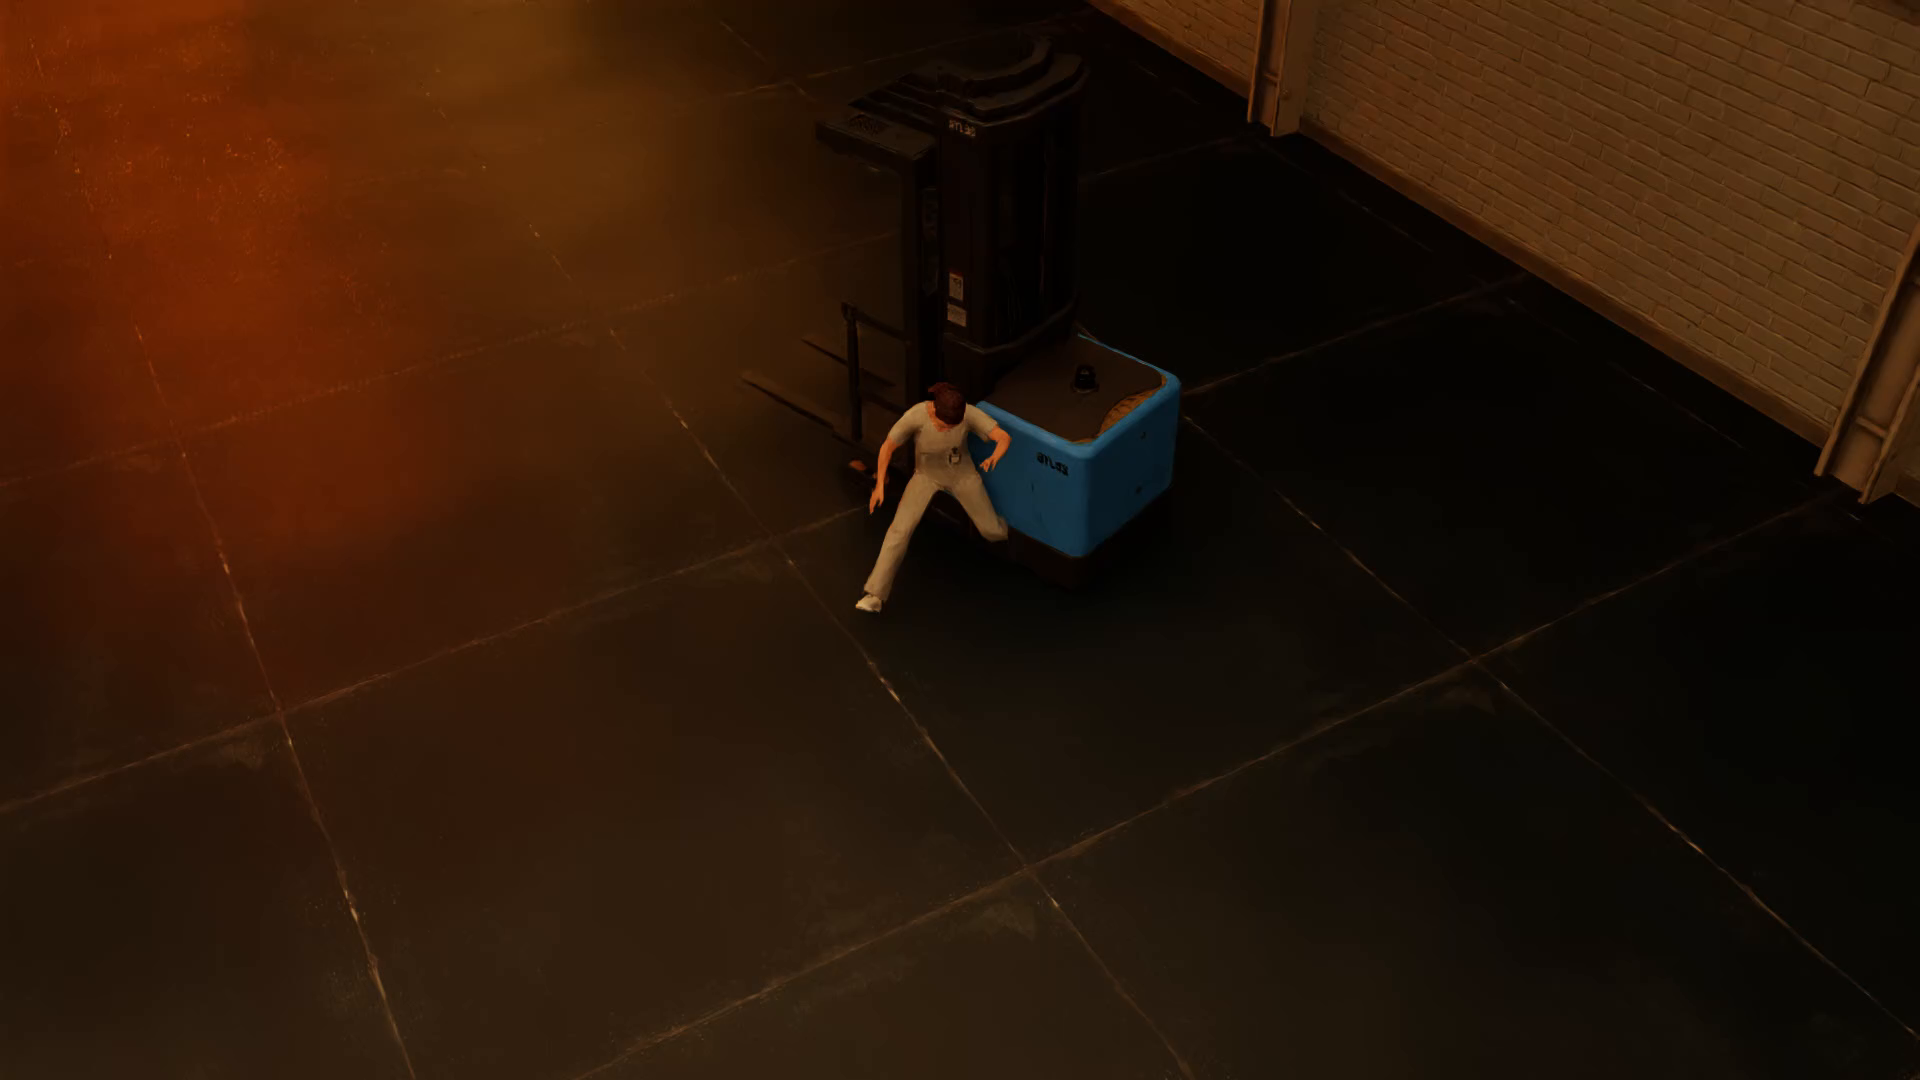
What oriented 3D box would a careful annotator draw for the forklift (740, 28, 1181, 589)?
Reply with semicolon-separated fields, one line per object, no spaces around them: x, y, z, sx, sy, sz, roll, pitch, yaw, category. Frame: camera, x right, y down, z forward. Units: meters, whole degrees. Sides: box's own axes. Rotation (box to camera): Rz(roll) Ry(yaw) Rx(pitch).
-0.131;-1.630;10.002;3.031;2.935;1.130;28;47;30;forklift

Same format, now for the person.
-0.057;-0.253;9.560;0.983;1.376;1.084;4;40;5;person
